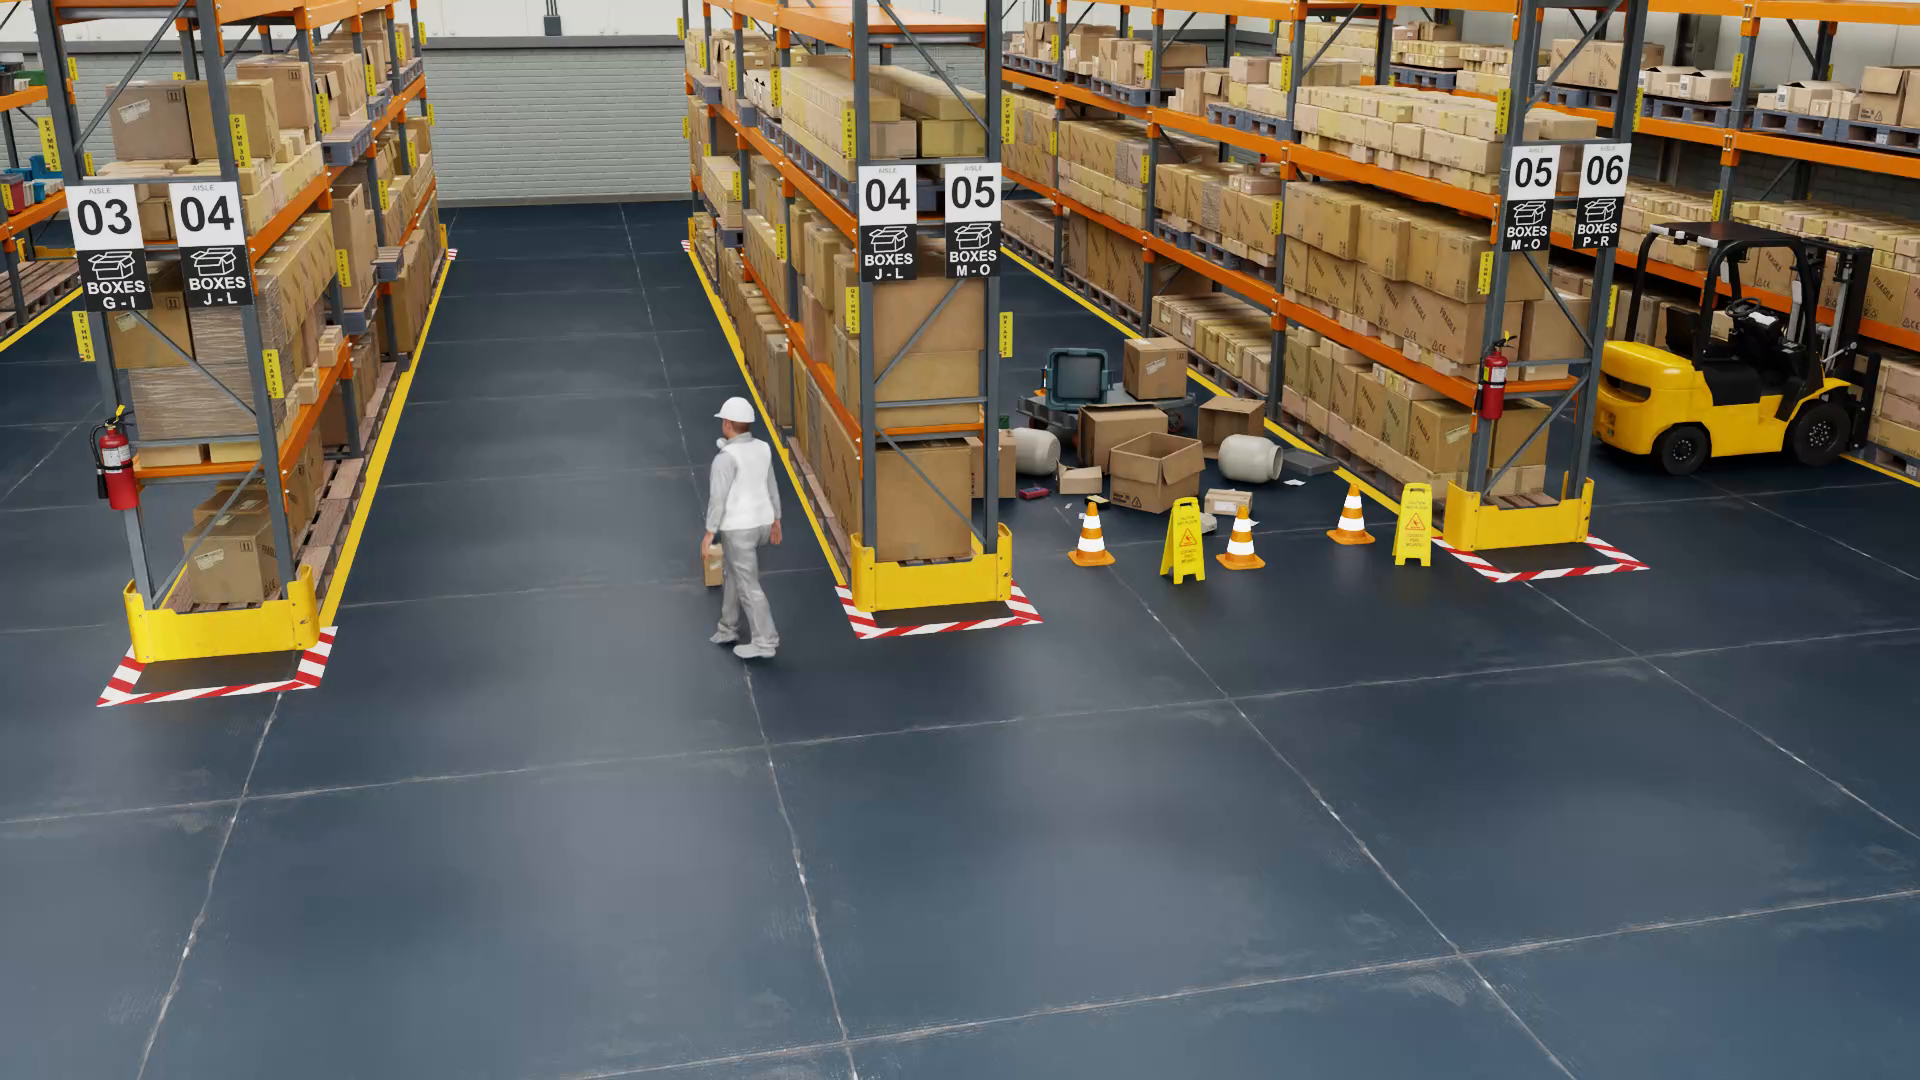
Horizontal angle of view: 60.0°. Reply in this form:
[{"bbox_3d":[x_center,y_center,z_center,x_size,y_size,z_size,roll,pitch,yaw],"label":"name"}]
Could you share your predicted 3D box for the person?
[{"bbox_3d":[-1.497,-0.055,11.271,0.677,1.821,0.614,9,22,25],"label":"person"}]
